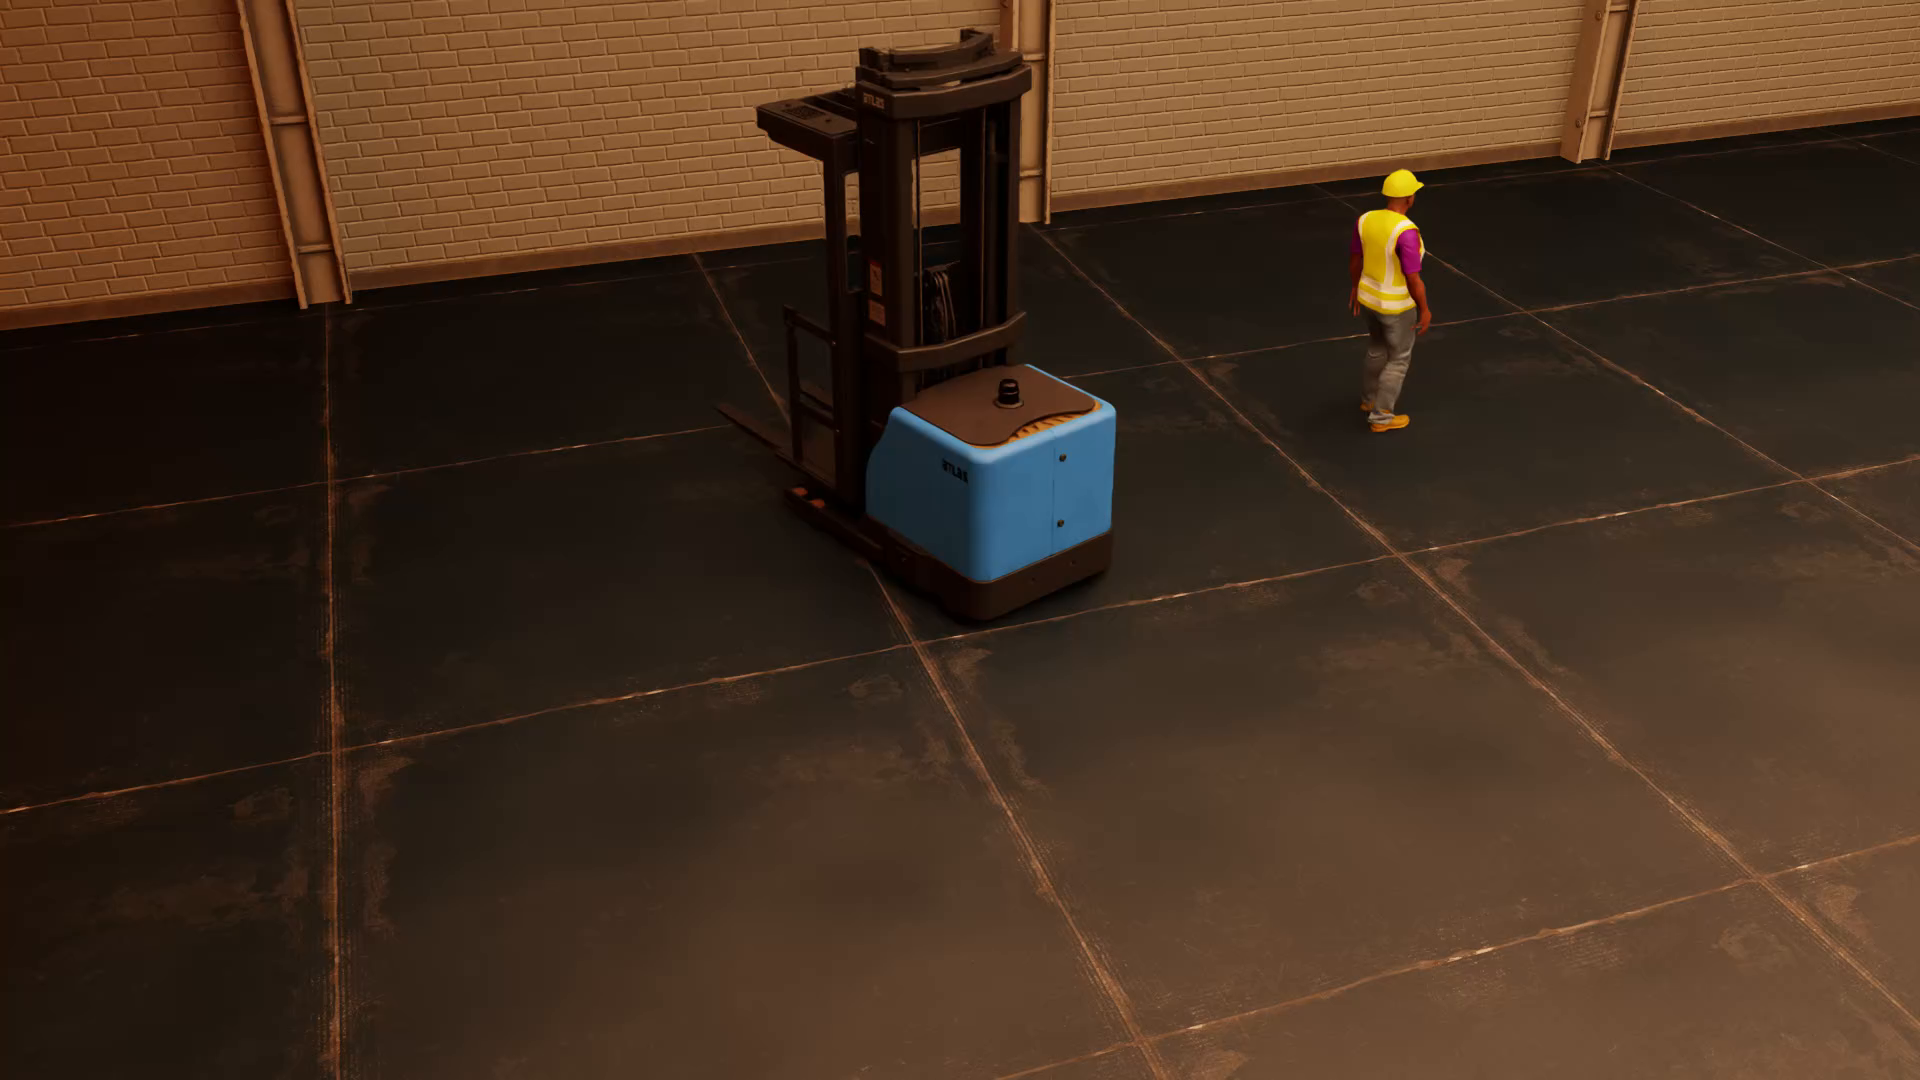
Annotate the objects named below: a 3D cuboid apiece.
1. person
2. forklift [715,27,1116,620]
[{"bbox_3d":[2.840,-1.610,11.001,0.381,1.696,0.658,-15,33,-24],"label":"person"},{"bbox_3d":[-0.436,-1.498,9.690,1.130,2.935,3.031,-22,36,-33],"label":"forklift"}]
